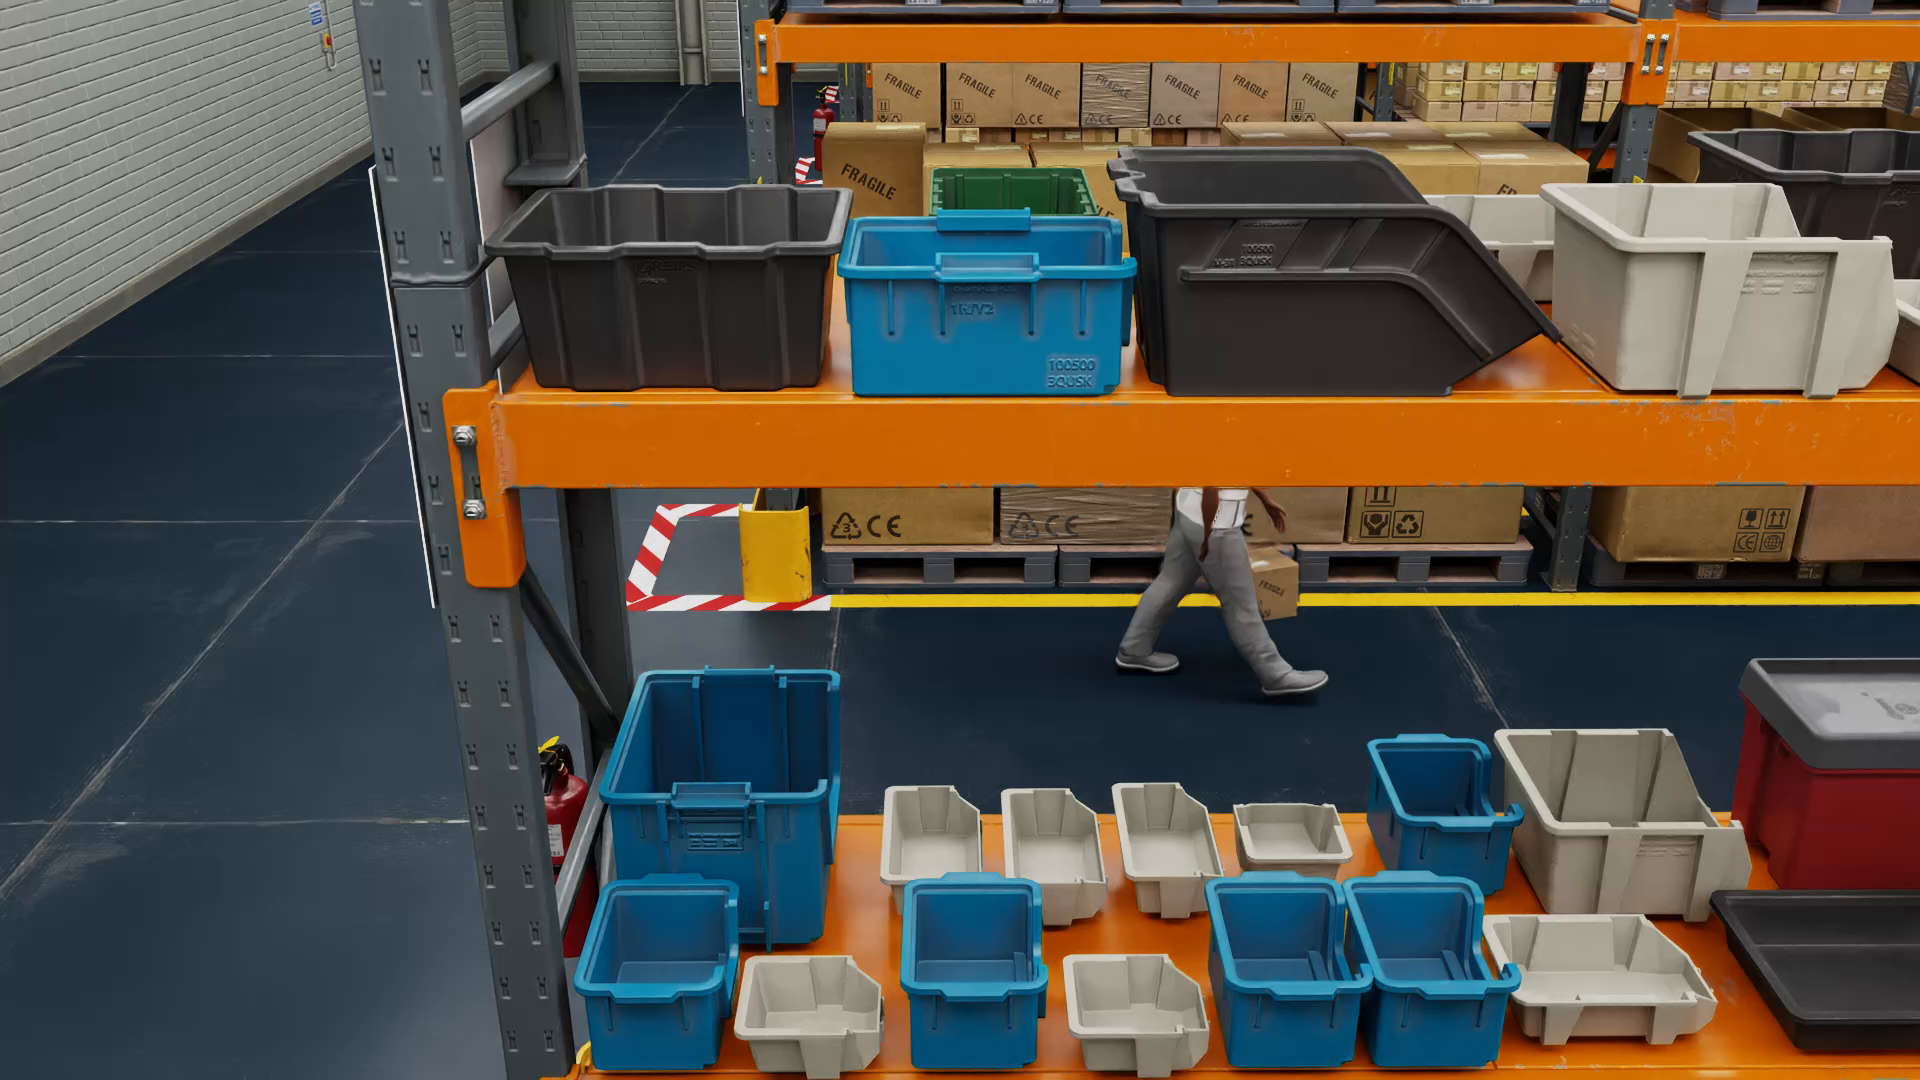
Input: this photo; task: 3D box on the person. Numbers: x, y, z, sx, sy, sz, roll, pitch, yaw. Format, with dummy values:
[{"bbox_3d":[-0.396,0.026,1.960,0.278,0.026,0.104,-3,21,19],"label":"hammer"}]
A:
[{"bbox_3d":[1.193,-0.115,7.333,0.950,1.638,0.472,2,24,5],"label":"person"}]
